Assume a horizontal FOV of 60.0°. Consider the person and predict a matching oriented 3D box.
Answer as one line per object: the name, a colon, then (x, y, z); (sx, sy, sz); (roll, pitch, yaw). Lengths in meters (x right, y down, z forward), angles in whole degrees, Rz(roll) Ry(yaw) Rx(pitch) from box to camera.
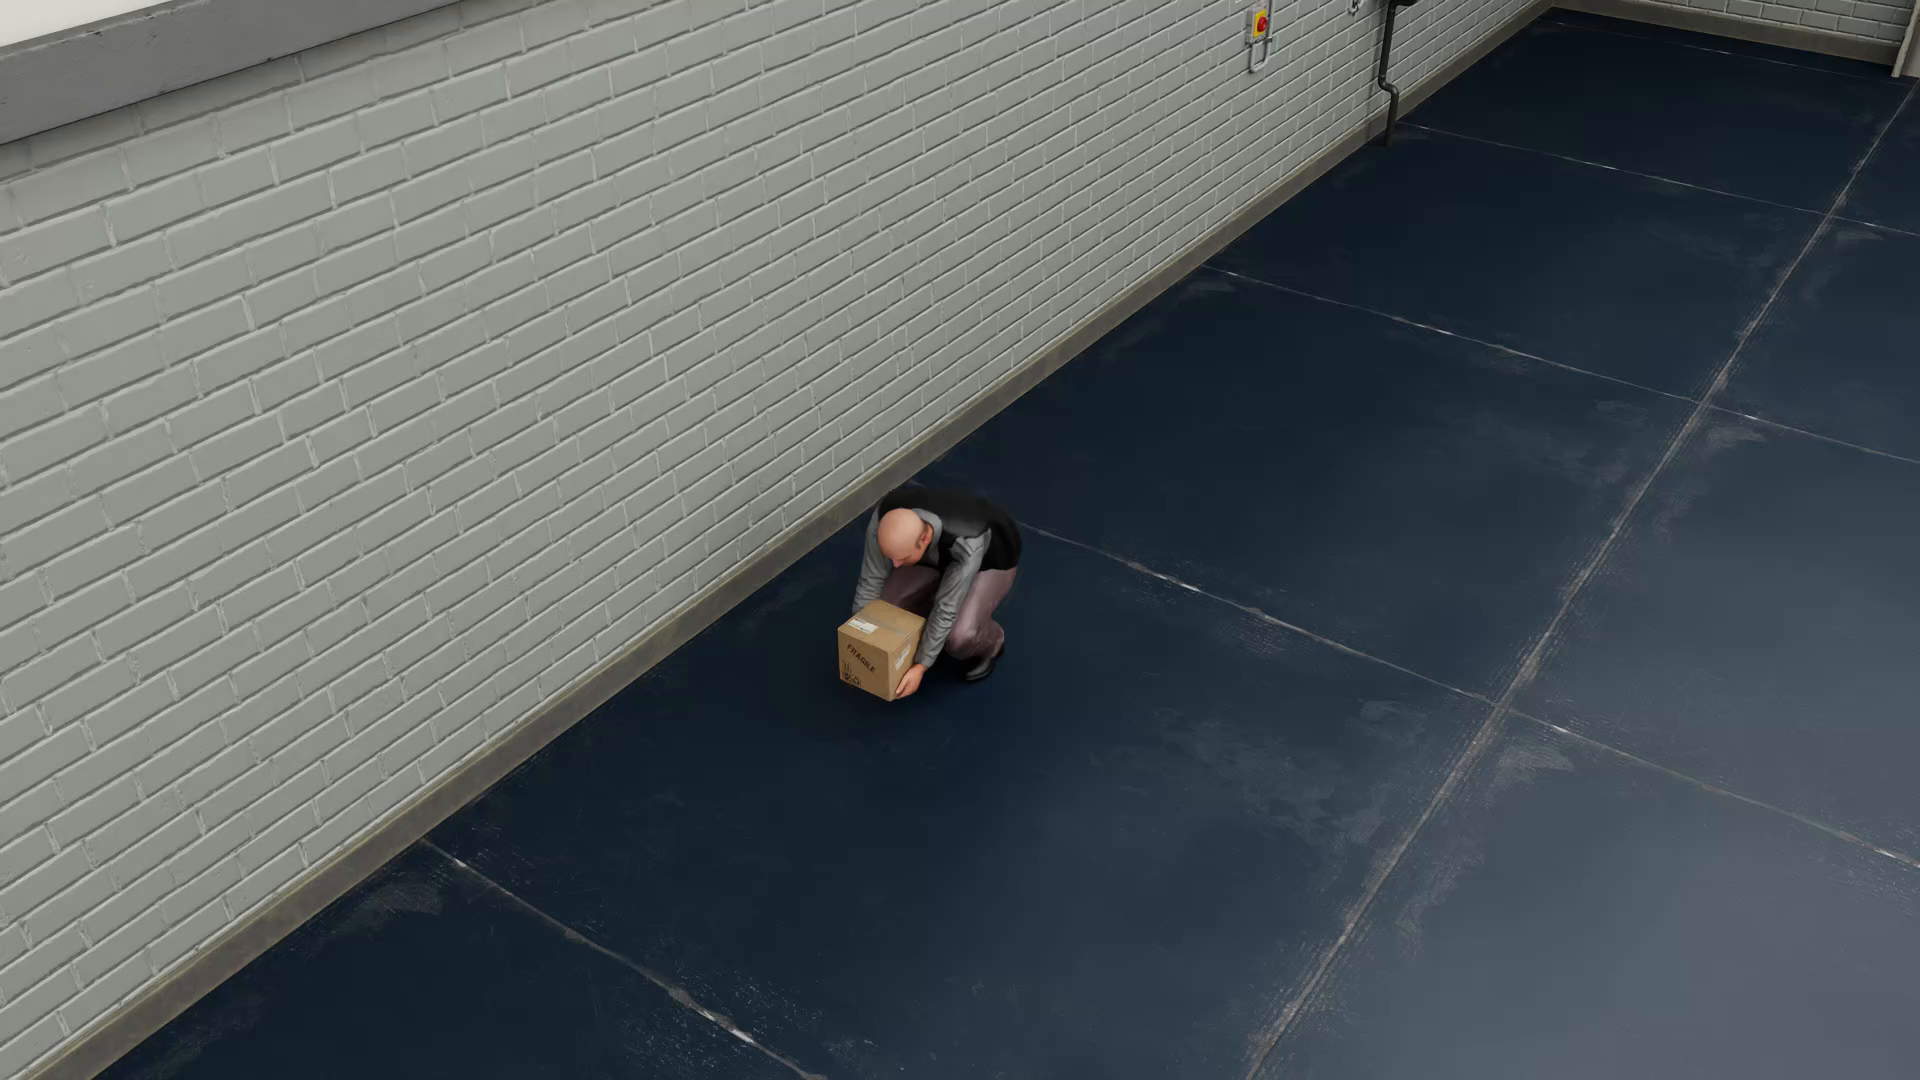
person: (-0.099, 0.147, 6.631); (0.518, 0.967, 0.888); (21, 39, 27)
